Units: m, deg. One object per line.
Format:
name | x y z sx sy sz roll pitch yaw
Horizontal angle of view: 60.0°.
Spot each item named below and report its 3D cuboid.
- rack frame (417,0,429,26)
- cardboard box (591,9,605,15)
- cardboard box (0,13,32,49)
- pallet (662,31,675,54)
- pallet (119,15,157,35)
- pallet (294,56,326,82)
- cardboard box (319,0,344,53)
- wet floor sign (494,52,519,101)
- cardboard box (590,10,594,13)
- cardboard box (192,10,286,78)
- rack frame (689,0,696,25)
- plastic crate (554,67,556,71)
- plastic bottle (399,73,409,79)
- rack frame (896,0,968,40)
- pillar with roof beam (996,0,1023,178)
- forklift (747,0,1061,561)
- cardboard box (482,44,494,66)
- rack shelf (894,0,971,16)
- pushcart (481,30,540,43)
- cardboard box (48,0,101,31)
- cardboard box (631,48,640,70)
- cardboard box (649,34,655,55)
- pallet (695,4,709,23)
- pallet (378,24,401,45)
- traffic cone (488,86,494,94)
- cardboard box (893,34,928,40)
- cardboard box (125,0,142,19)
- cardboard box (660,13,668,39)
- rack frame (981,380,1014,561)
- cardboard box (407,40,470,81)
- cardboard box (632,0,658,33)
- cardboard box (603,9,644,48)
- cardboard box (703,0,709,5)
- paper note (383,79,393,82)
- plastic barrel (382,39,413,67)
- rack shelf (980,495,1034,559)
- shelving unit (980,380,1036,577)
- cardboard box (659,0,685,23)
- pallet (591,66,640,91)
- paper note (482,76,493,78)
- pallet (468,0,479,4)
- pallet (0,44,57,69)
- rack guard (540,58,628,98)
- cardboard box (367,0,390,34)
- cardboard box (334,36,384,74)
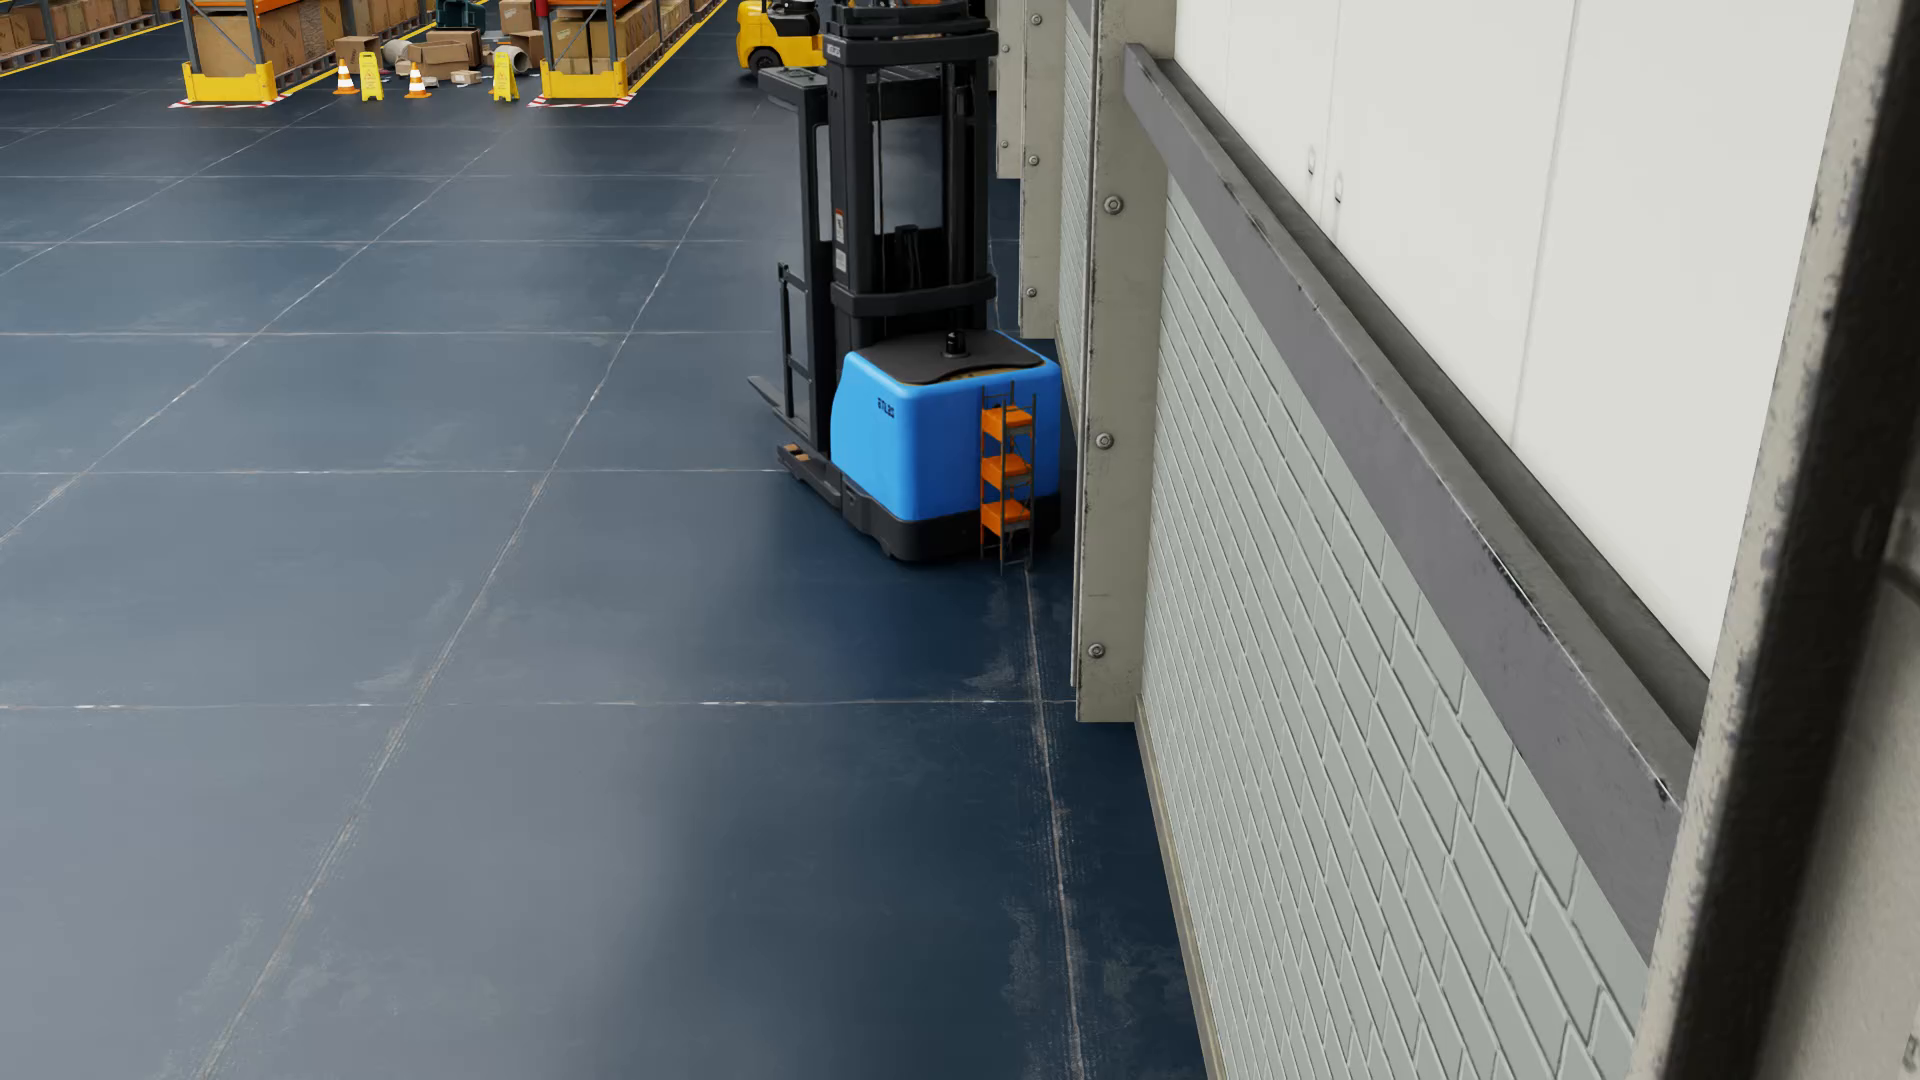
rack frame | -10.387 -10.925 30.265 1.000 3.000 0.127 0 24 -1
cardboard box | -5.628 -7.724 25.106 0.500 0.500 0.500 -1 24 -2
cardboard box | -15.339 -8.183 26.727 0.500 0.500 0.500 -1 24 -2
pallet | -5.404 -8.391 28.046 1.003 0.211 1.213 0 24 -1
pallet | -15.340 -9.352 30.171 1.003 0.211 1.213 0 24 -1
pallet | -10.397 -7.188 25.388 1.003 0.211 1.213 0 24 -1
cardboard box | -10.406 -8.240 26.398 0.875 0.875 0.875 0 24 0
wet floor sign | -6.419 -6.536 23.419 0.267 0.644 0.232 8 26 18
cardboard box | -5.692 -7.960 24.840 0.380 0.149 0.250 1 24 2
cardboard box | -10.373 -7.131 23.945 0.875 0.875 0.875 0 24 0
rack frame | -5.438 -10.989 30.406 1.000 3.000 0.127 0 24 -1
plastic crate | -6.197 -7.360 25.925 0.402 0.080 0.583 -9 26 -19
plastic bottle | -8.458 -7.054 25.272 0.133 0.061 0.283 -9 26 -19
rack frame | -0.387 -7.716 23.170 1.000 3.000 0.127 0 24 -1
pillar with roof beam | -3.733 -8.249 17.068 9.100 9.000 0.400 0 24 -1
forklift | -0.525 -1.790 10.150 1.130 2.935 3.031 -12 27 -24
cardboard box | -7.532 -7.749 26.562 0.258 0.266 0.396 -19 31 -36
rack shelf | -0.409 -8.212 25.141 1.077 0.370 4.000 0 24 -1
pushcart | -7.674 -8.115 27.234 1.648 0.377 0.936 -9 26 -19
cardboard box | -15.282 -9.038 28.592 0.700 0.500 0.500 -2 24 -5
cardboard box | -5.081 -7.175 24.801 0.500 0.250 0.500 1 24 1
cardboard box | -5.103 -7.817 26.221 0.500 0.250 0.500 -1 24 -2
pallet | -5.371 -10.043 31.700 1.003 0.211 1.213 0 24 -1
pallet | -10.443 -8.828 29.012 1.003 0.211 1.213 0 24 -1
traffic cone | -6.645 -6.708 24.019 0.336 0.463 0.334 0 24 -1
cardboard box | -0.704 -7.298 23.861 0.500 0.250 0.500 1 24 1
cardboard box | -15.320 -9.730 30.122 0.700 0.500 0.500 -2 24 -3
cardboard box | -5.403 -8.551 27.695 0.950 0.372 0.625 0 24 0
rack frame | 0.209 -0.381 9.318 0.200 1.050 0.008 -12 27 -24
cardboard box | -7.901 -7.267 25.207 0.797 0.503 0.637 -19 31 -36
cardboard box | -5.120 -8.378 26.551 0.500 0.500 0.500 -1 24 -1
cardboard box | -5.091 -7.738 25.136 0.500 0.500 0.500 0 24 0
cardboard box | -5.368 -10.864 32.201 0.875 0.875 0.875 0 24 0
paper note | -8.618 -6.911 24.996 0.144 0.017 0.142 8 26 18
plastic barrel | -8.797 -7.642 26.133 0.512 0.421 0.421 19 30 35
rack shelf | 0.263 -0.073 9.338 0.215 0.259 0.240 -12 27 -24
shelving unit | 0.263 -0.336 9.219 0.215 1.050 0.252 -12 27 -24
cardboard box | -5.426 -9.446 29.674 0.950 0.372 0.625 -1 24 -2
pallet | -5.325 -6.788 24.502 1.003 0.211 1.213 0 24 -1
paper note | -7.211 -7.065 25.349 0.148 0.019 0.142 8 26 18
pallet | -10.420 -10.982 33.775 1.003 0.211 1.213 0 24 -1
pallet | -15.261 -7.749 26.627 1.003 0.211 1.213 0 24 -1
rack guard | -5.352 -6.585 23.702 1.175 0.500 0.348 0 24 -1
cardboard box | -10.446 -9.096 28.441 1.050 0.750 0.750 0 24 -1
cardboard box | -9.300 -7.504 25.731 0.500 0.500 0.500 4 25 9
